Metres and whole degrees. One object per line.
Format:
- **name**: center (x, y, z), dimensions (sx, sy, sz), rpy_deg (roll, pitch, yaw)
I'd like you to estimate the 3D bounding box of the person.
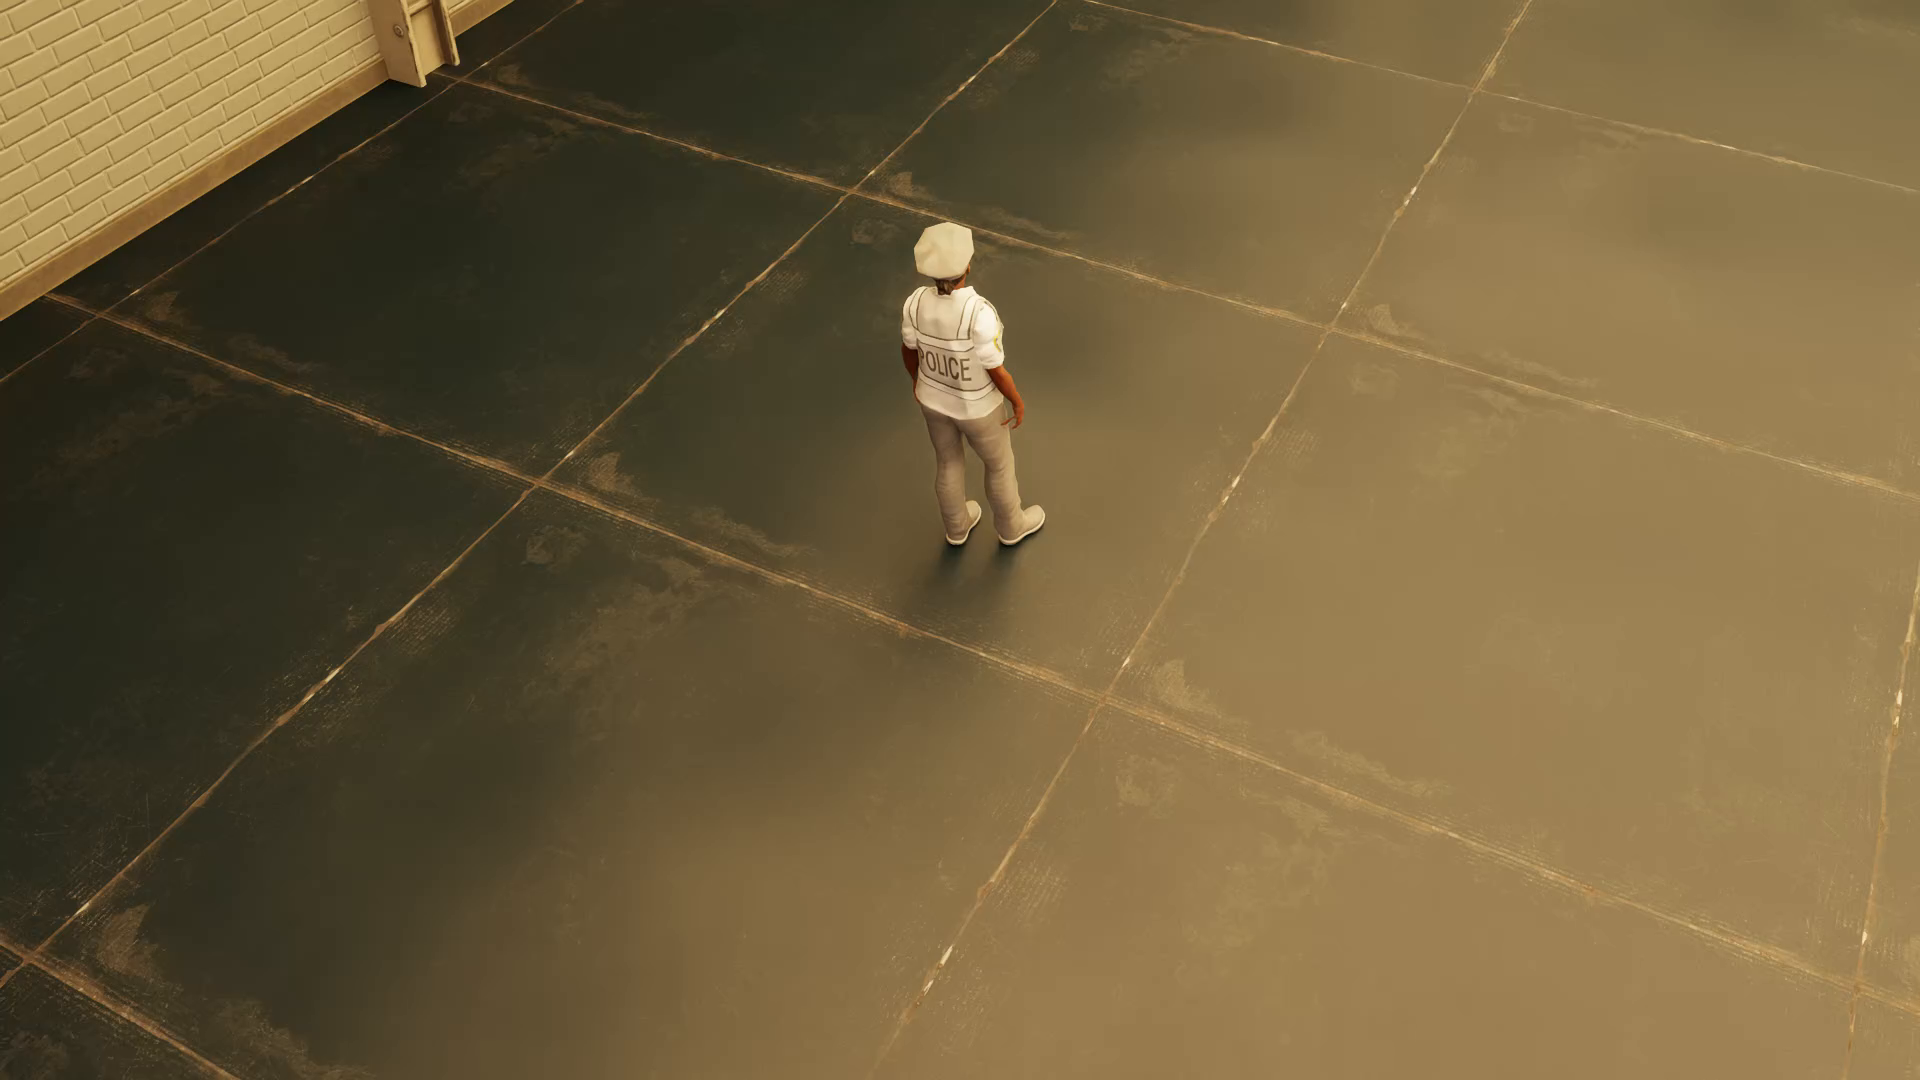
- **person**: center (0.052, -0.660, 7.248), dimensions (0.569, 1.692, 0.530), rpy_deg (20, 47, 20)
